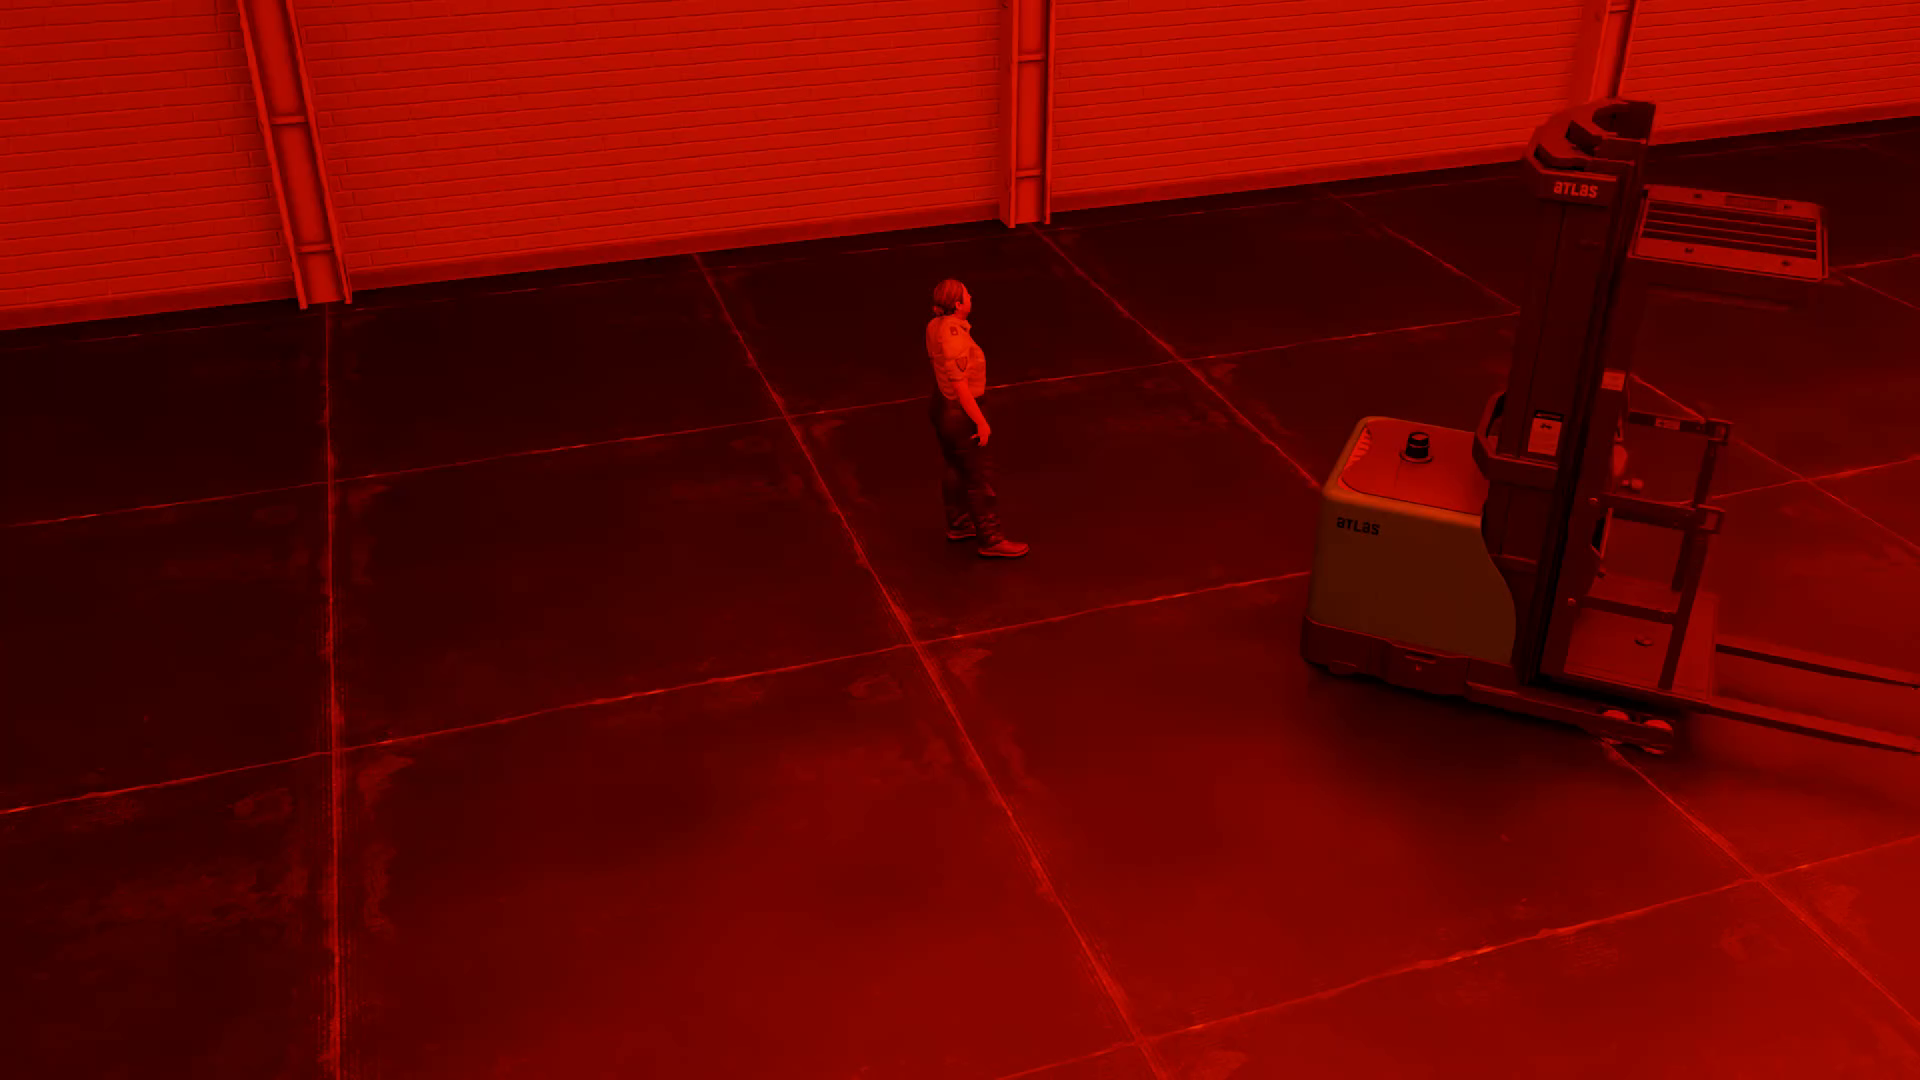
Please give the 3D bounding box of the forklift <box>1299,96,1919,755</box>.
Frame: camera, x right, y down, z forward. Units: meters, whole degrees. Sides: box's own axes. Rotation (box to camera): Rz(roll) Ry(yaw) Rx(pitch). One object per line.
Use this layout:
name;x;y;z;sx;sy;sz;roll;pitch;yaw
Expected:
forklift;3.370;-0.520;7.990;3.031;2.935;1.130;12;32;20

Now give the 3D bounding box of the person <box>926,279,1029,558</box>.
person;0.093;-0.724;9.618;0.501;1.650;0.599;-10;31;-16
